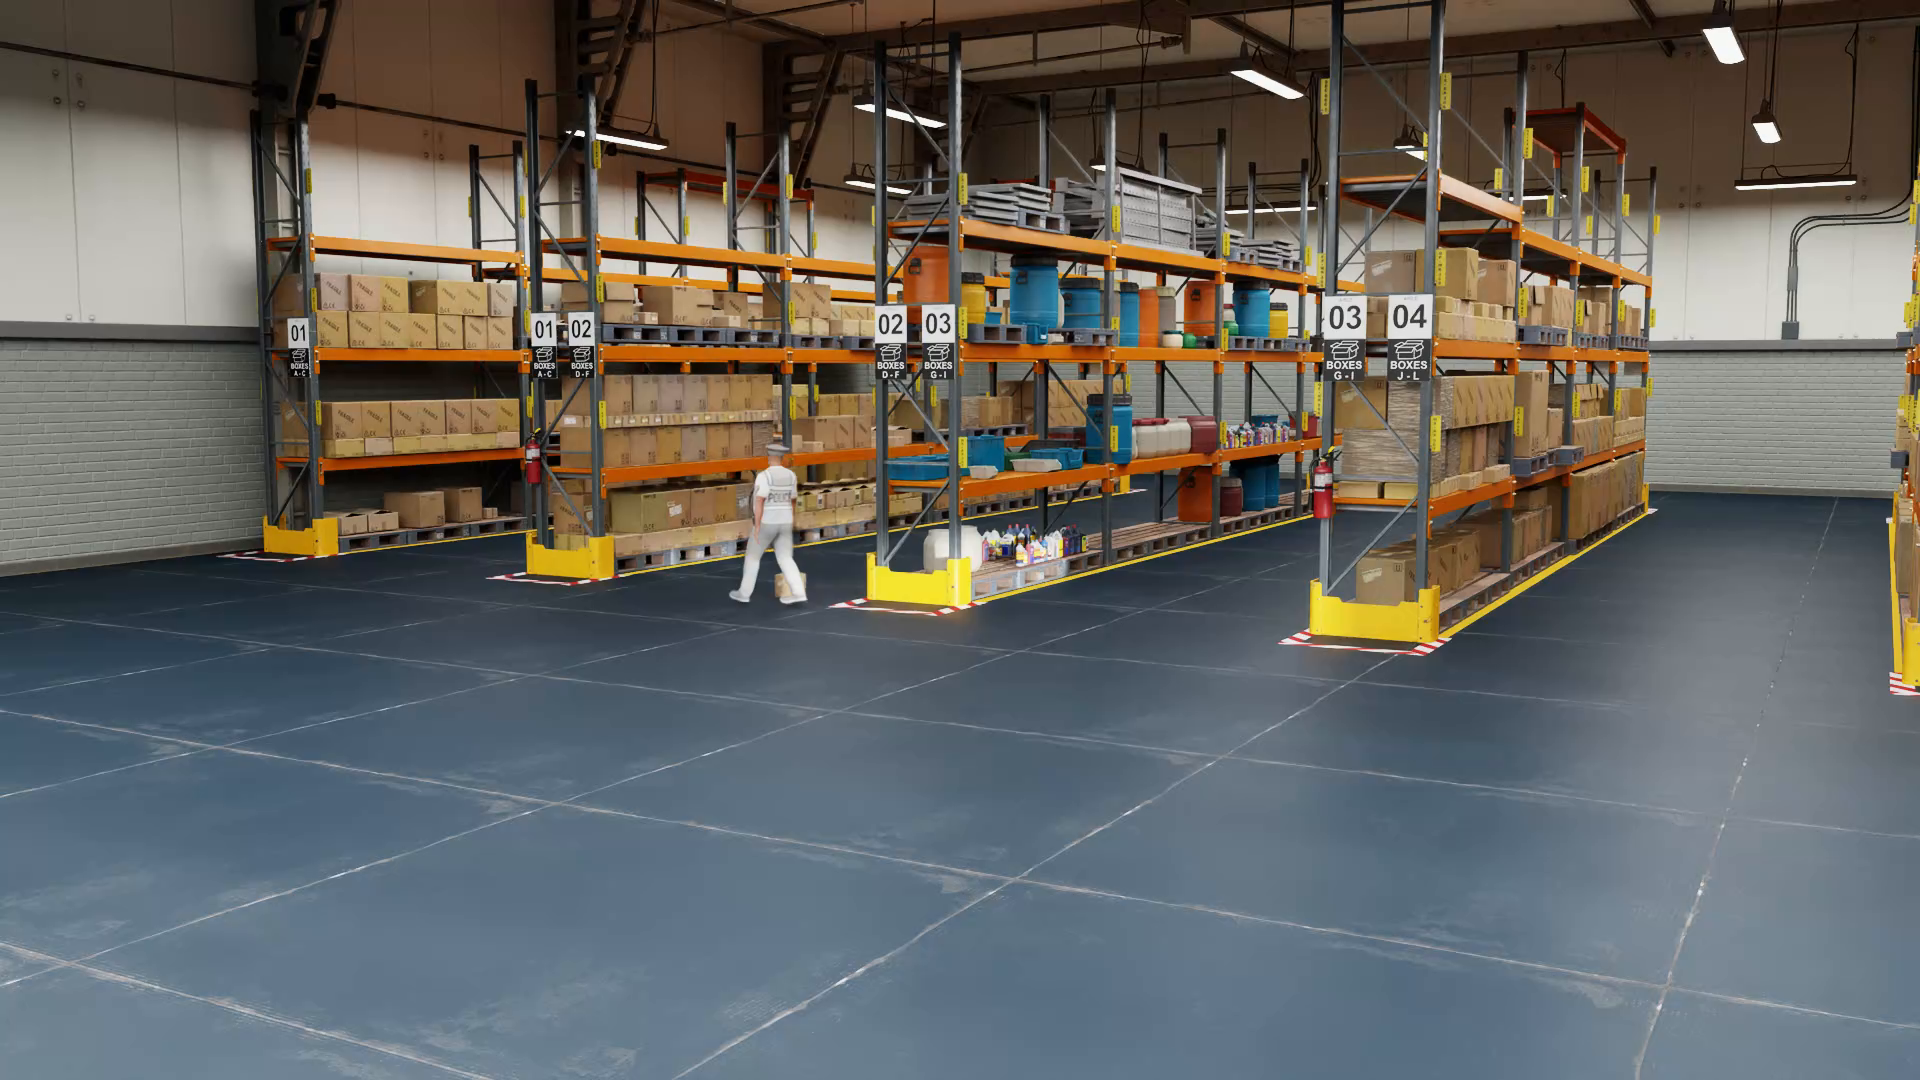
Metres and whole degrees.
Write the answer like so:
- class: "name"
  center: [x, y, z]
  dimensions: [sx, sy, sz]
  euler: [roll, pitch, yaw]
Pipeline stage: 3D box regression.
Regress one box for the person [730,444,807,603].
- class: "person"
  center: [-2.048, -0.175, 17.876]
  dimensions: [0.601, 1.699, 0.903]
  euler: [-5, 7, -38]
